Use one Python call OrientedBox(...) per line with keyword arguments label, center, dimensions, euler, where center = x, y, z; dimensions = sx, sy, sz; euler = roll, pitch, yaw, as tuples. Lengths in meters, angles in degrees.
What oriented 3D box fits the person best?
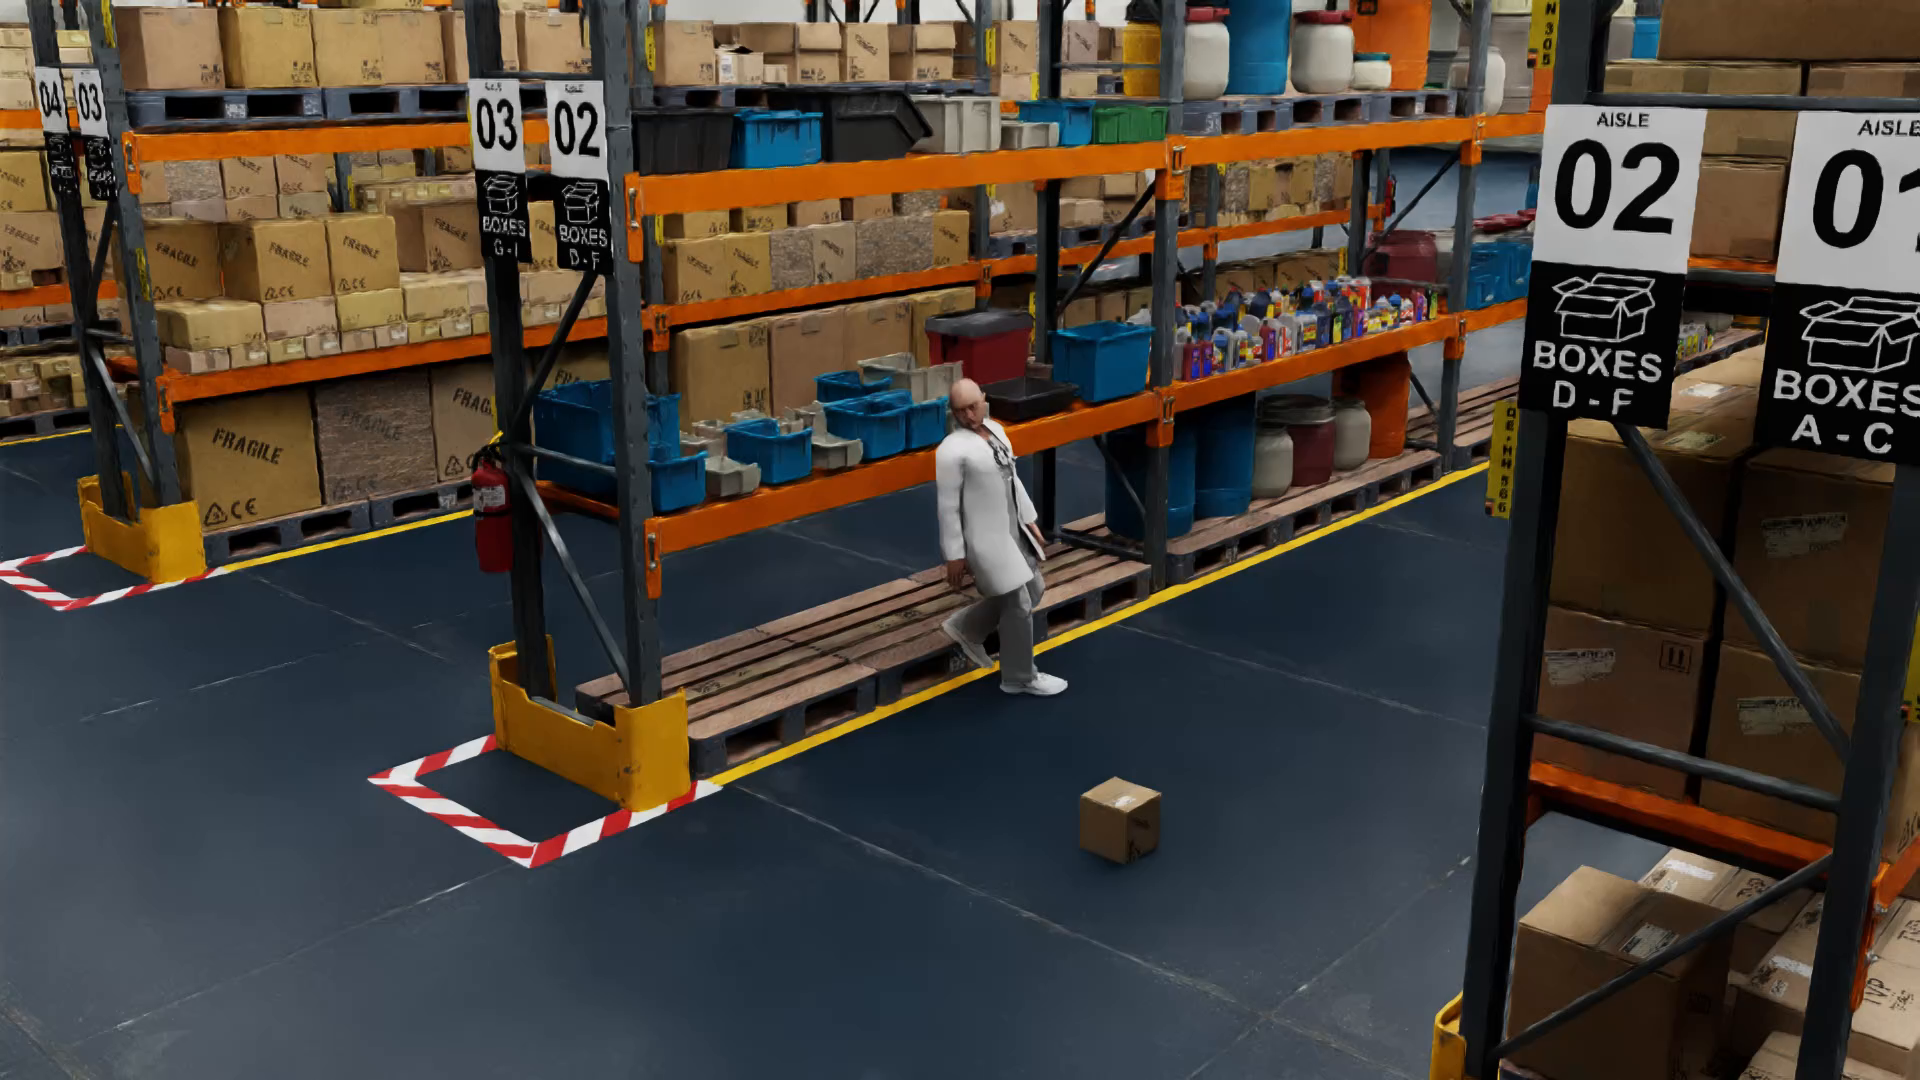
OrientedBox(label="person", center=(0.176, 0.017, 8.632), dimensions=(0.726, 1.707, 0.626), euler=(8, 18, 24))
